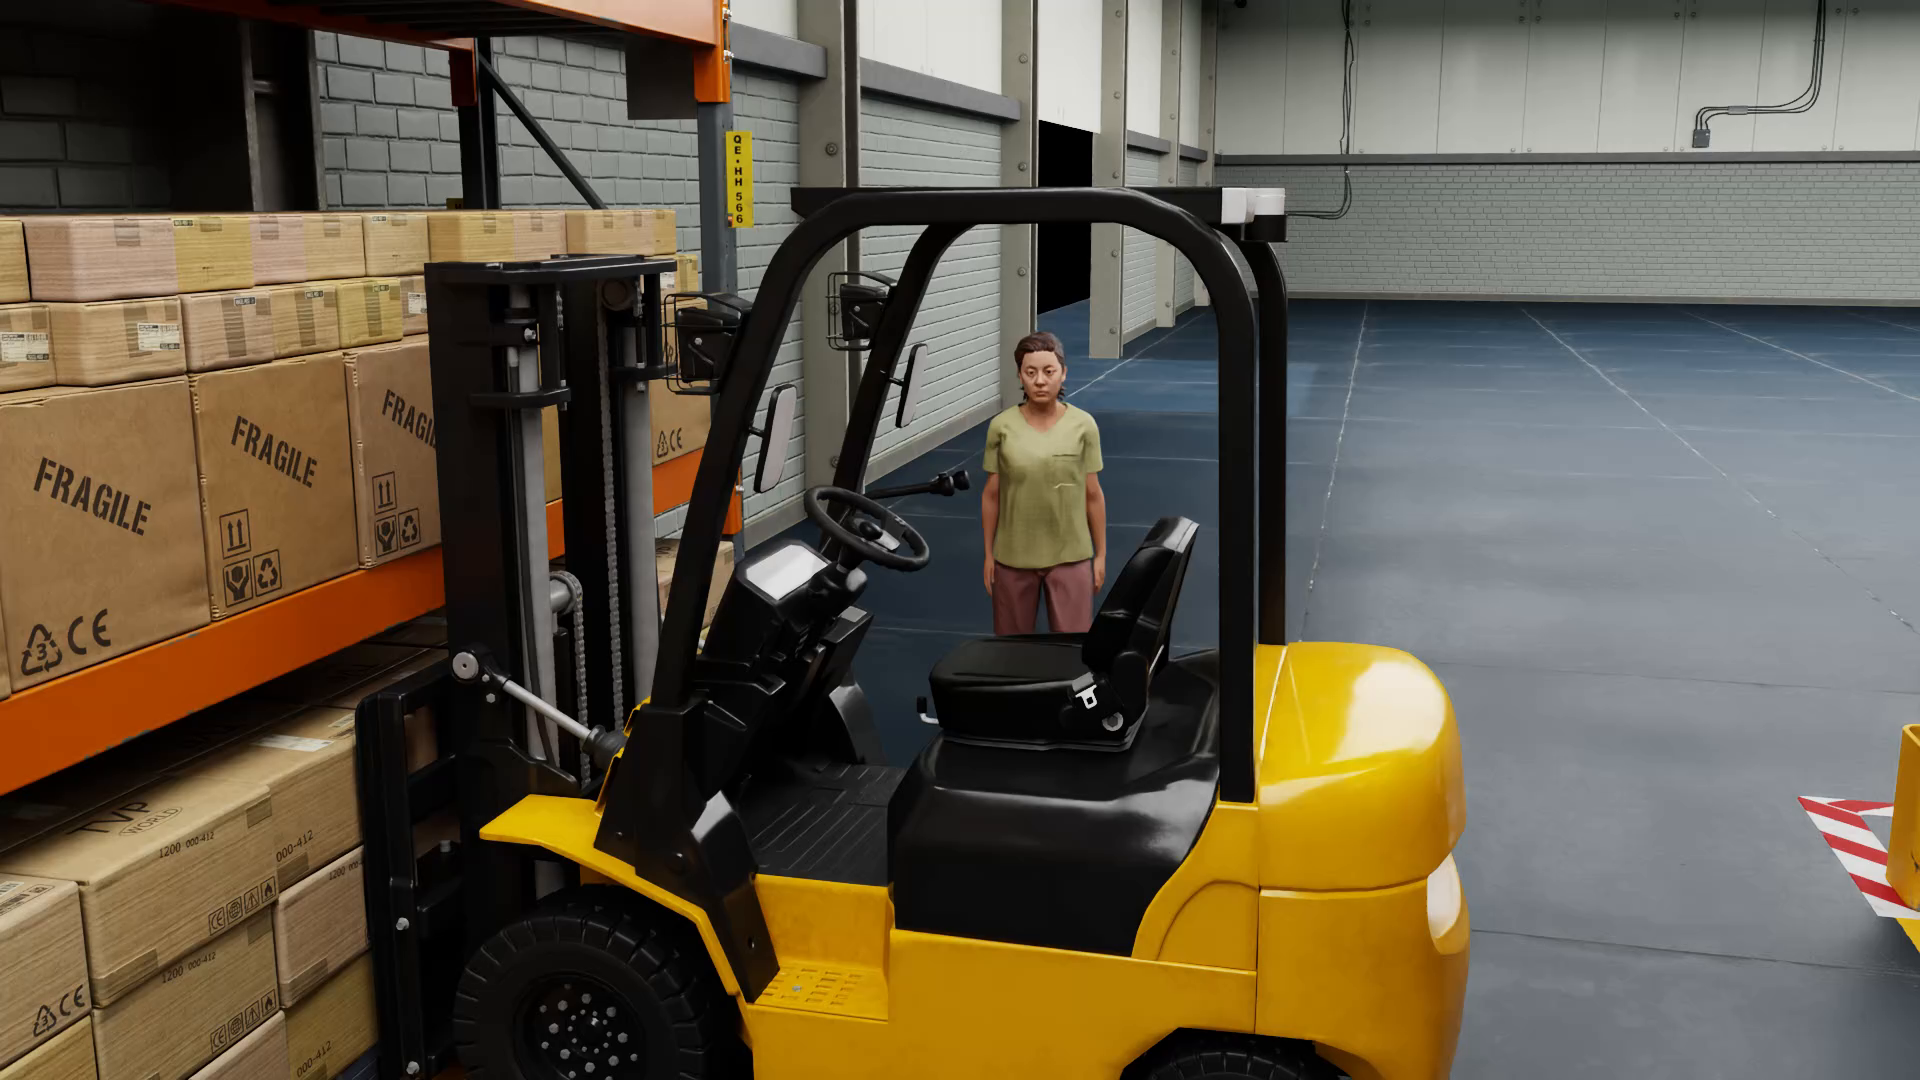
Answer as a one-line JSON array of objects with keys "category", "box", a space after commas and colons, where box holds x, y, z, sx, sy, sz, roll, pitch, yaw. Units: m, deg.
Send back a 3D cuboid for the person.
[{"category": "person", "box": [0.299, 0.101, 5.947, 0.455, 1.673, 0.595, 1, 12, 3]}]
